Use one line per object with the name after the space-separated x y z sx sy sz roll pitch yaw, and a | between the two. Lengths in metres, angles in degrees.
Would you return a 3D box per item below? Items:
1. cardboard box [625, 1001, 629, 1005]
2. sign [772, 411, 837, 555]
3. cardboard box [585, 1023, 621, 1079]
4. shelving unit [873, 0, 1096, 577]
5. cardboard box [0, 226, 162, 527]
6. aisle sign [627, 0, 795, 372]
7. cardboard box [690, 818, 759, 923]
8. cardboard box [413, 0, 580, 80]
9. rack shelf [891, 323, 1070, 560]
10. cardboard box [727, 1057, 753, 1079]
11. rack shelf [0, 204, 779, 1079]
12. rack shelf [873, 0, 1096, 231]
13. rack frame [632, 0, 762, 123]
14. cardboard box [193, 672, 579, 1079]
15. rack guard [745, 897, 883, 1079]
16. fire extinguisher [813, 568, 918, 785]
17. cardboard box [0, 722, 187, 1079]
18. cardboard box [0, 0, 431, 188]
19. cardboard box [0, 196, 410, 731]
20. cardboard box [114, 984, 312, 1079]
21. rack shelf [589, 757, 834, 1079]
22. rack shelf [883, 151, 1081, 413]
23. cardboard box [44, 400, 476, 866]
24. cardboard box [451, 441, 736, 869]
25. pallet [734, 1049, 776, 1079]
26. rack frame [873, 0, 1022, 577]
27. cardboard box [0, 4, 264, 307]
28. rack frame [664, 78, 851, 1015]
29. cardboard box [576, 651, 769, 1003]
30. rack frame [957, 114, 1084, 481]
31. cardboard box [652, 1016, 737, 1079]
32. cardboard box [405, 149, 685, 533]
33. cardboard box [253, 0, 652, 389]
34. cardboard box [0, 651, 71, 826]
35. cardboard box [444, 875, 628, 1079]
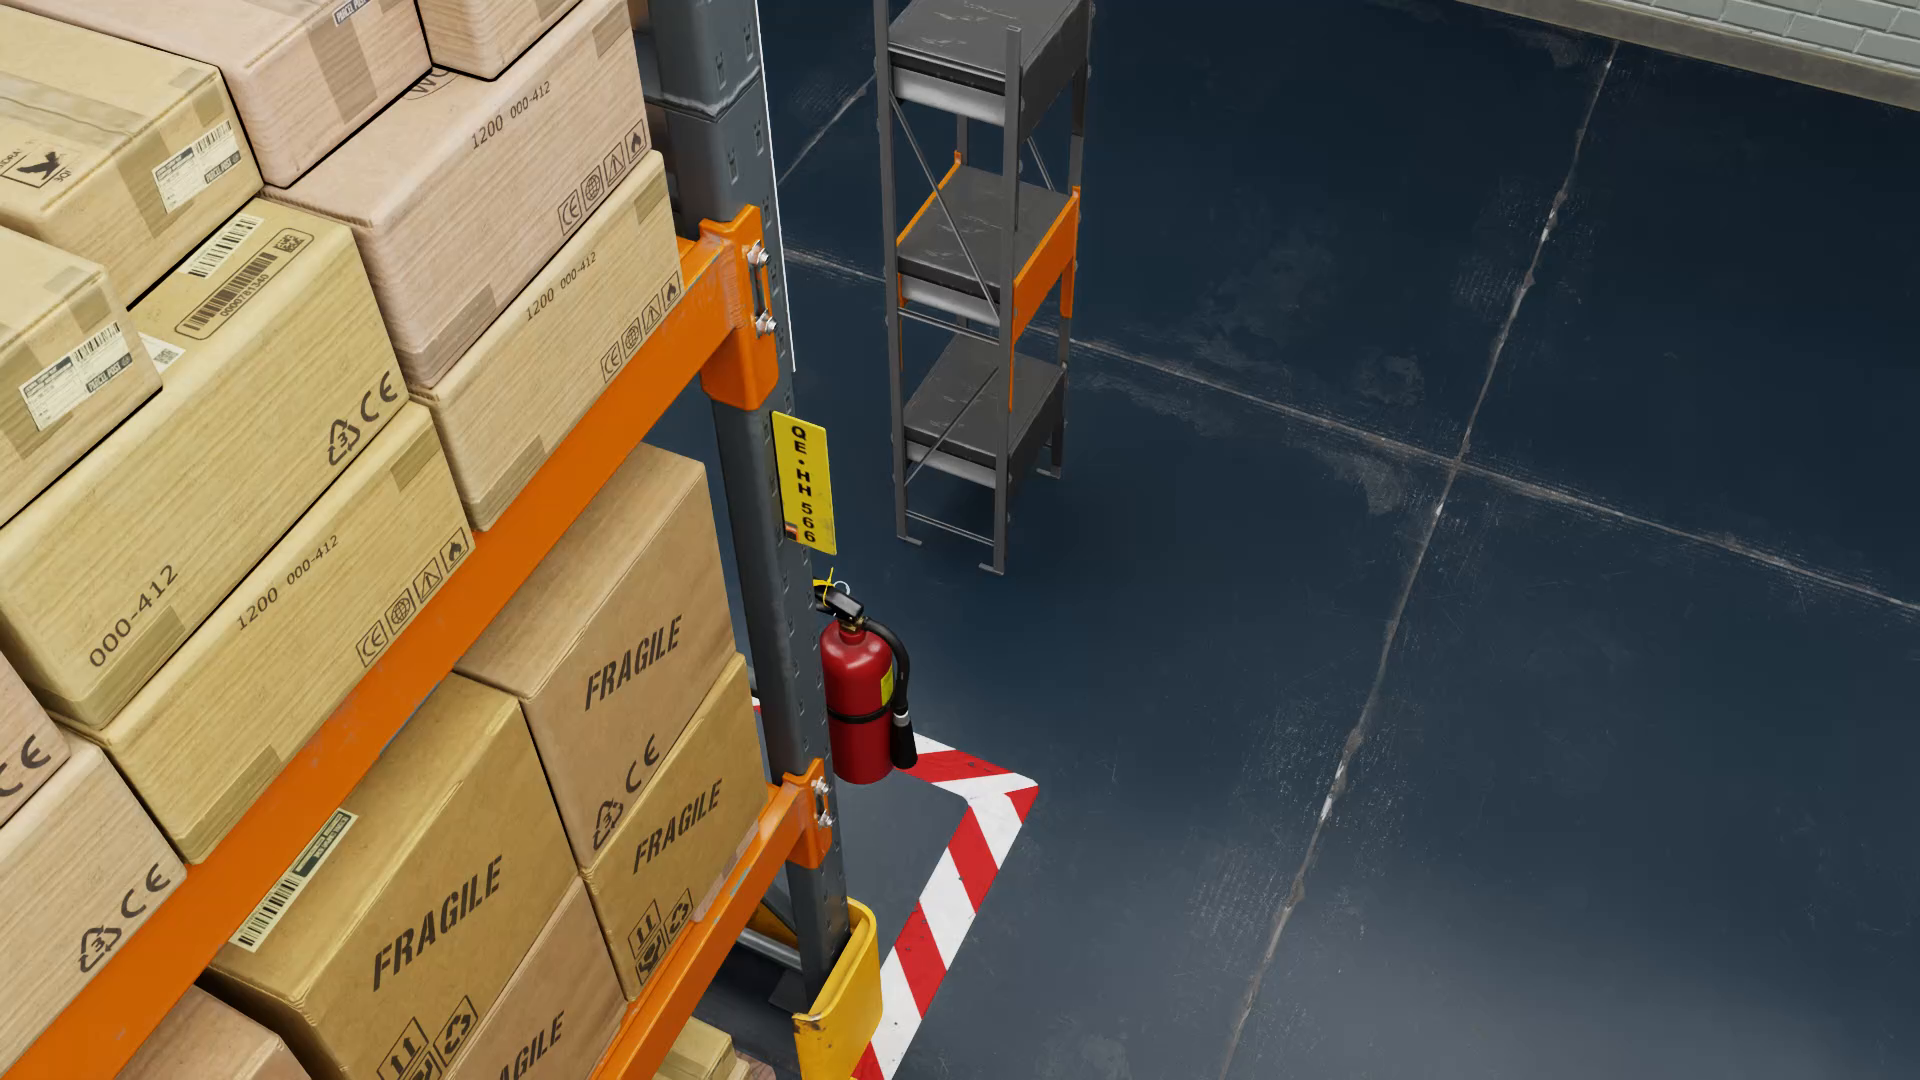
-0.786 0.746 3.311 0.380 0.149 0.250 20 52 16 | cardboard box
-0.269 -0.094 2.893 0.100 0.325 0.005 20 52 16 | sign
-0.880 0.924 3.159 0.380 0.149 0.250 19 52 16 | cardboard box
0.071 -0.794 5.047 0.431 2.100 0.503 20 52 16 | shelving unit
-0.956 -0.169 1.463 0.380 0.149 0.250 21 53 17 | cardboard box
-0.460 -0.606 2.589 0.394 0.787 0.004 20 52 16 | aisle sign
-0.646 0.587 3.446 0.380 0.149 0.250 20 52 16 | cardboard box
-0.639 -0.701 1.916 0.380 0.149 0.250 19 52 16 | cardboard box
0.071 -0.332 5.591 0.431 0.518 0.480 20 52 16 | rack shelf
-0.730 1.337 4.044 0.380 0.149 0.250 19 52 15 | cardboard box
-1.617 0.827 1.579 1.077 0.370 4.000 20 52 16 | rack shelf
0.071 -1.239 4.525 0.431 0.518 0.480 20 52 16 | rack shelf
-0.762 -1.755 1.335 1.000 3.000 0.127 20 52 16 | rack frame
-0.949 0.481 2.453 0.500 0.500 0.500 18 52 15 | cardboard box
-0.795 1.052 4.527 1.175 0.500 0.348 20 52 16 | rack guard
-0.237 0.312 3.811 0.296 0.674 0.183 20 52 16 | fire extinguisher
-1.153 0.356 1.607 0.500 0.250 0.500 22 53 18 | cardboard box
-0.813 -0.556 1.793 0.380 0.149 0.250 20 53 17 | cardboard box
-0.946 -0.144 1.703 0.500 0.250 0.500 19 52 15 | cardboard box
-1.163 0.842 2.146 0.500 0.500 0.500 22 53 18 | cardboard box
-1.617 1.800 2.722 1.077 0.370 4.000 20 52 16 | rack shelf
0.071 -0.786 5.058 0.431 0.518 0.480 20 52 16 | rack shelf
-0.929 0.019 1.893 0.500 0.250 0.500 20 52 16 | cardboard box
-0.733 0.132 2.750 0.500 0.500 0.500 19 52 15 | cardboard box
-1.174 1.693 4.171 1.003 0.211 1.213 20 52 16 | pallet
-0.034 -0.626 4.904 0.400 2.100 0.015 20 52 16 | rack frame
-0.941 -0.386 1.648 0.380 0.149 0.250 18 52 15 | cardboard box
-0.762 0.189 3.619 1.000 3.000 0.127 20 52 16 | rack frame
-0.722 0.454 3.134 0.500 0.500 0.500 21 53 17 | cardboard box
0.175 -0.962 5.190 0.400 2.100 0.015 20 52 16 | rack frame
-0.759 1.231 3.938 0.380 0.149 0.250 20 53 16 | cardboard box
-0.717 -0.335 2.194 0.500 0.250 0.500 19 52 15 | cardboard box
-0.729 -0.496 2.003 0.500 0.250 0.500 18 52 15 | cardboard box
-1.168 0.208 1.404 0.500 0.250 0.500 21 53 17 | cardboard box
-0.946 0.807 2.833 0.500 0.500 0.500 19 52 16 | cardboard box
